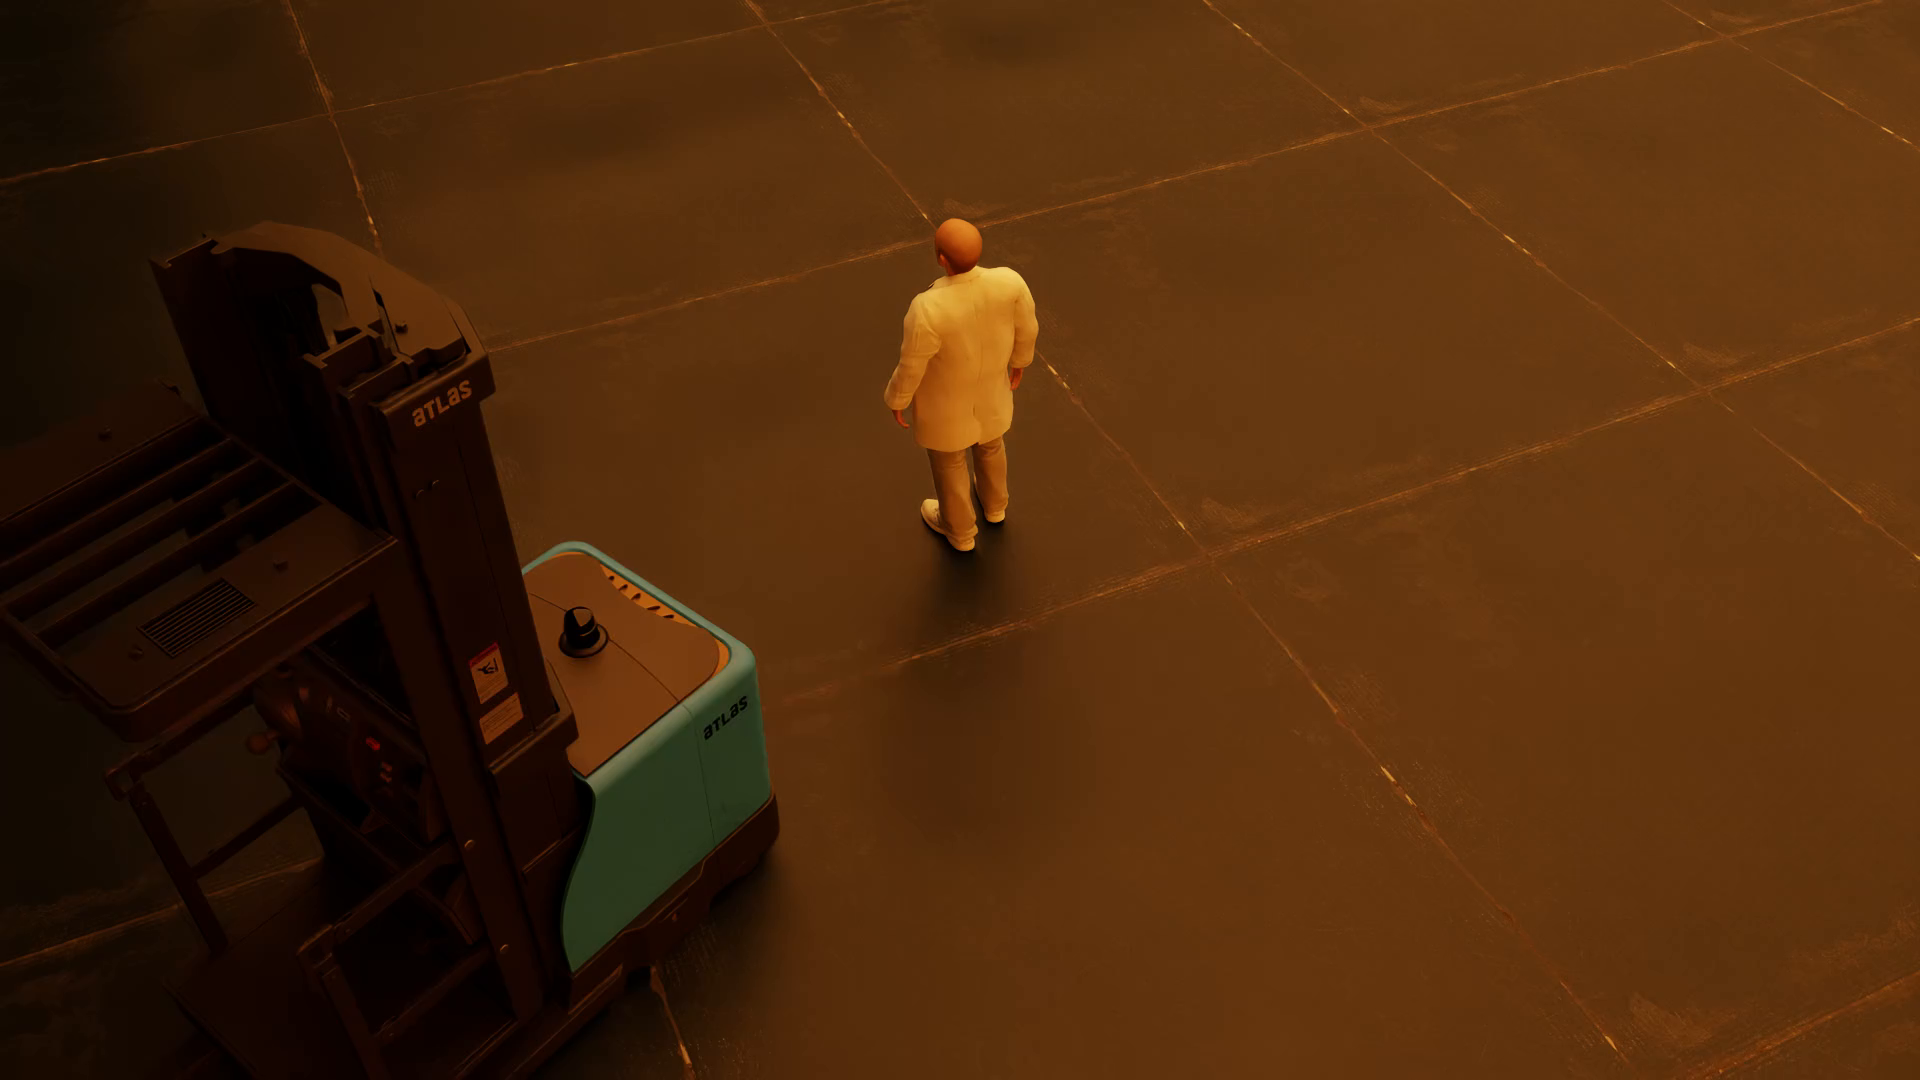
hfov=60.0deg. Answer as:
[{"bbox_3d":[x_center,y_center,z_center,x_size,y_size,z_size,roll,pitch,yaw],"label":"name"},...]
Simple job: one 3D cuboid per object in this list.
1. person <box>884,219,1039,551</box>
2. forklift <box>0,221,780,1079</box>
[{"bbox_3d":[-0.033,-0.712,7.279,0.694,1.775,0.581,-18,46,-18],"label":"person"},{"bbox_3d":[-2.027,0.678,4.954,1.130,2.935,3.031,29,50,28],"label":"forklift"}]
